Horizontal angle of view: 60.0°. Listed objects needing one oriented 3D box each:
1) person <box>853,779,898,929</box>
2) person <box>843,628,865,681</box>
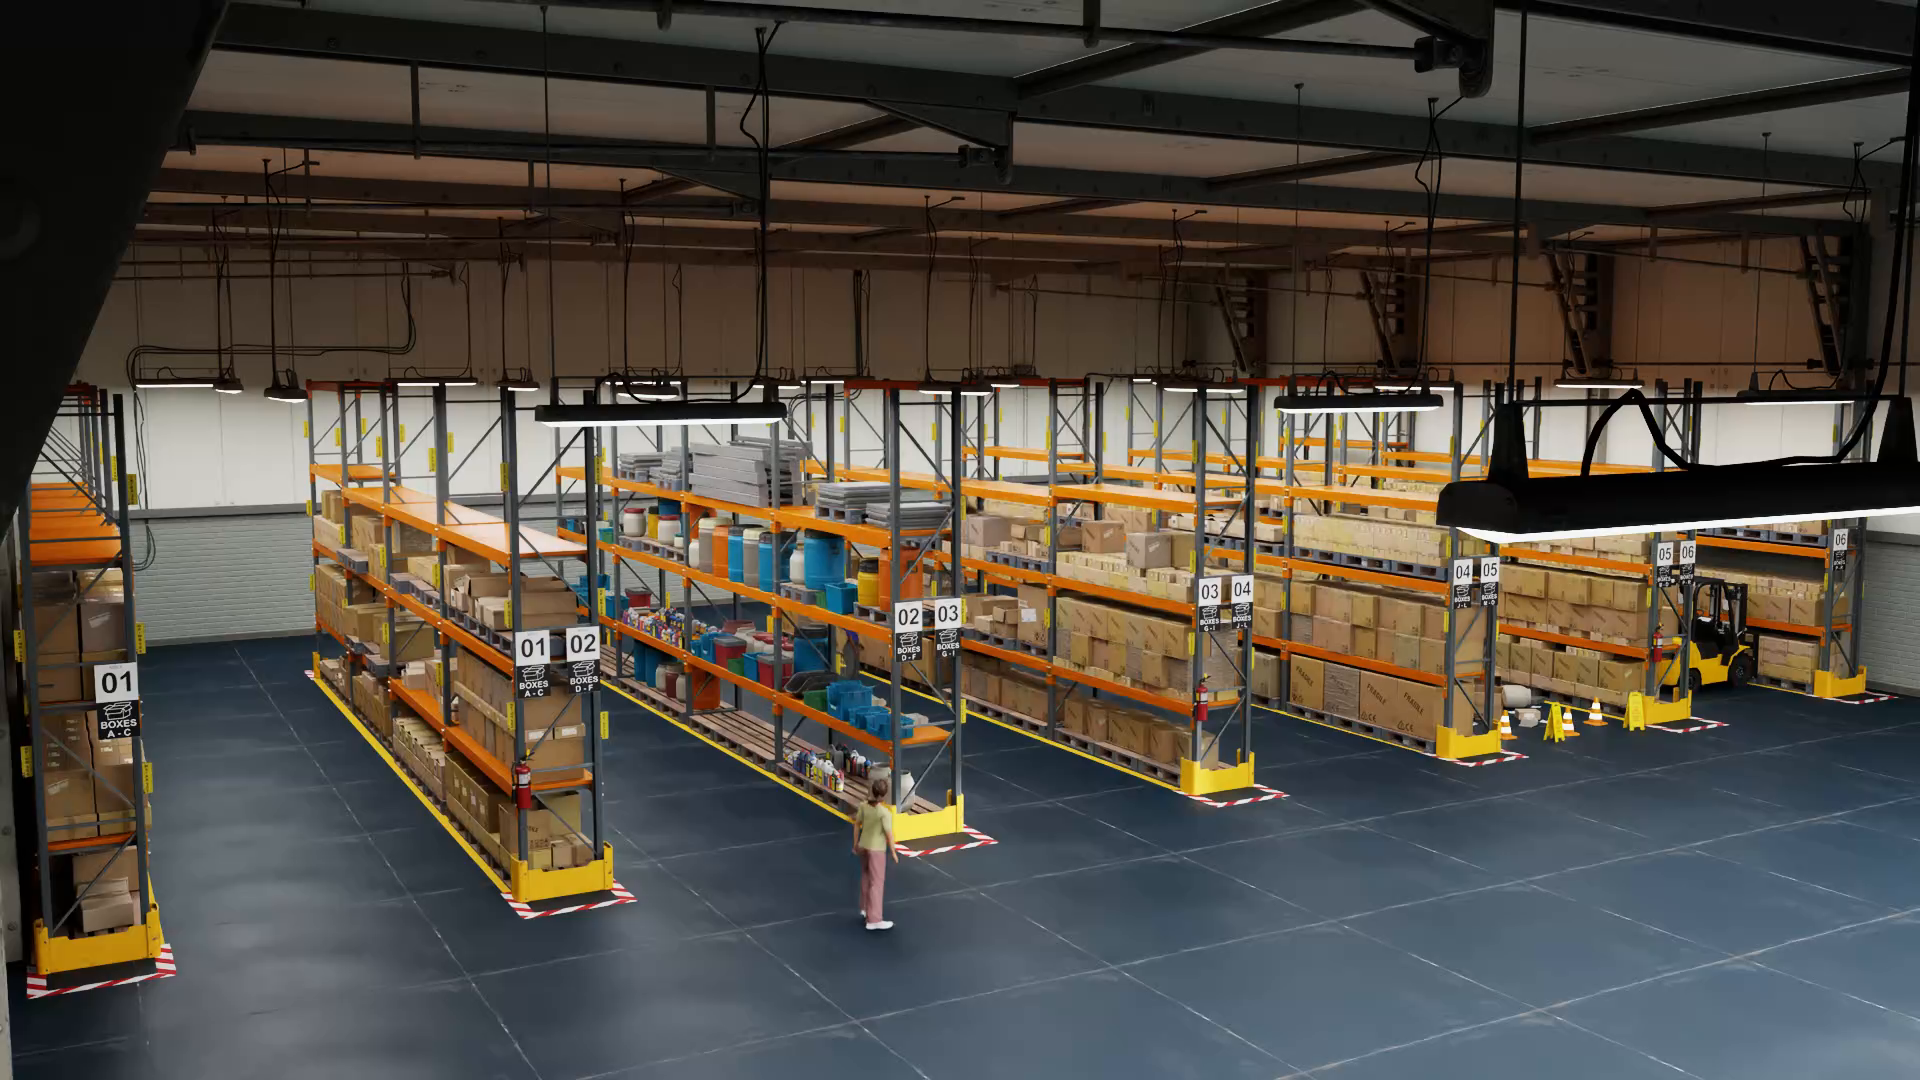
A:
[{"bbox_3d":[-0.982,3.530,18.761,0.469,1.711,0.624,-5,8,-41],"label":"person"},{"bbox_3d":[-1.963,2.019,30.431,0.367,1.673,0.530,1,6,11],"label":"person"}]
